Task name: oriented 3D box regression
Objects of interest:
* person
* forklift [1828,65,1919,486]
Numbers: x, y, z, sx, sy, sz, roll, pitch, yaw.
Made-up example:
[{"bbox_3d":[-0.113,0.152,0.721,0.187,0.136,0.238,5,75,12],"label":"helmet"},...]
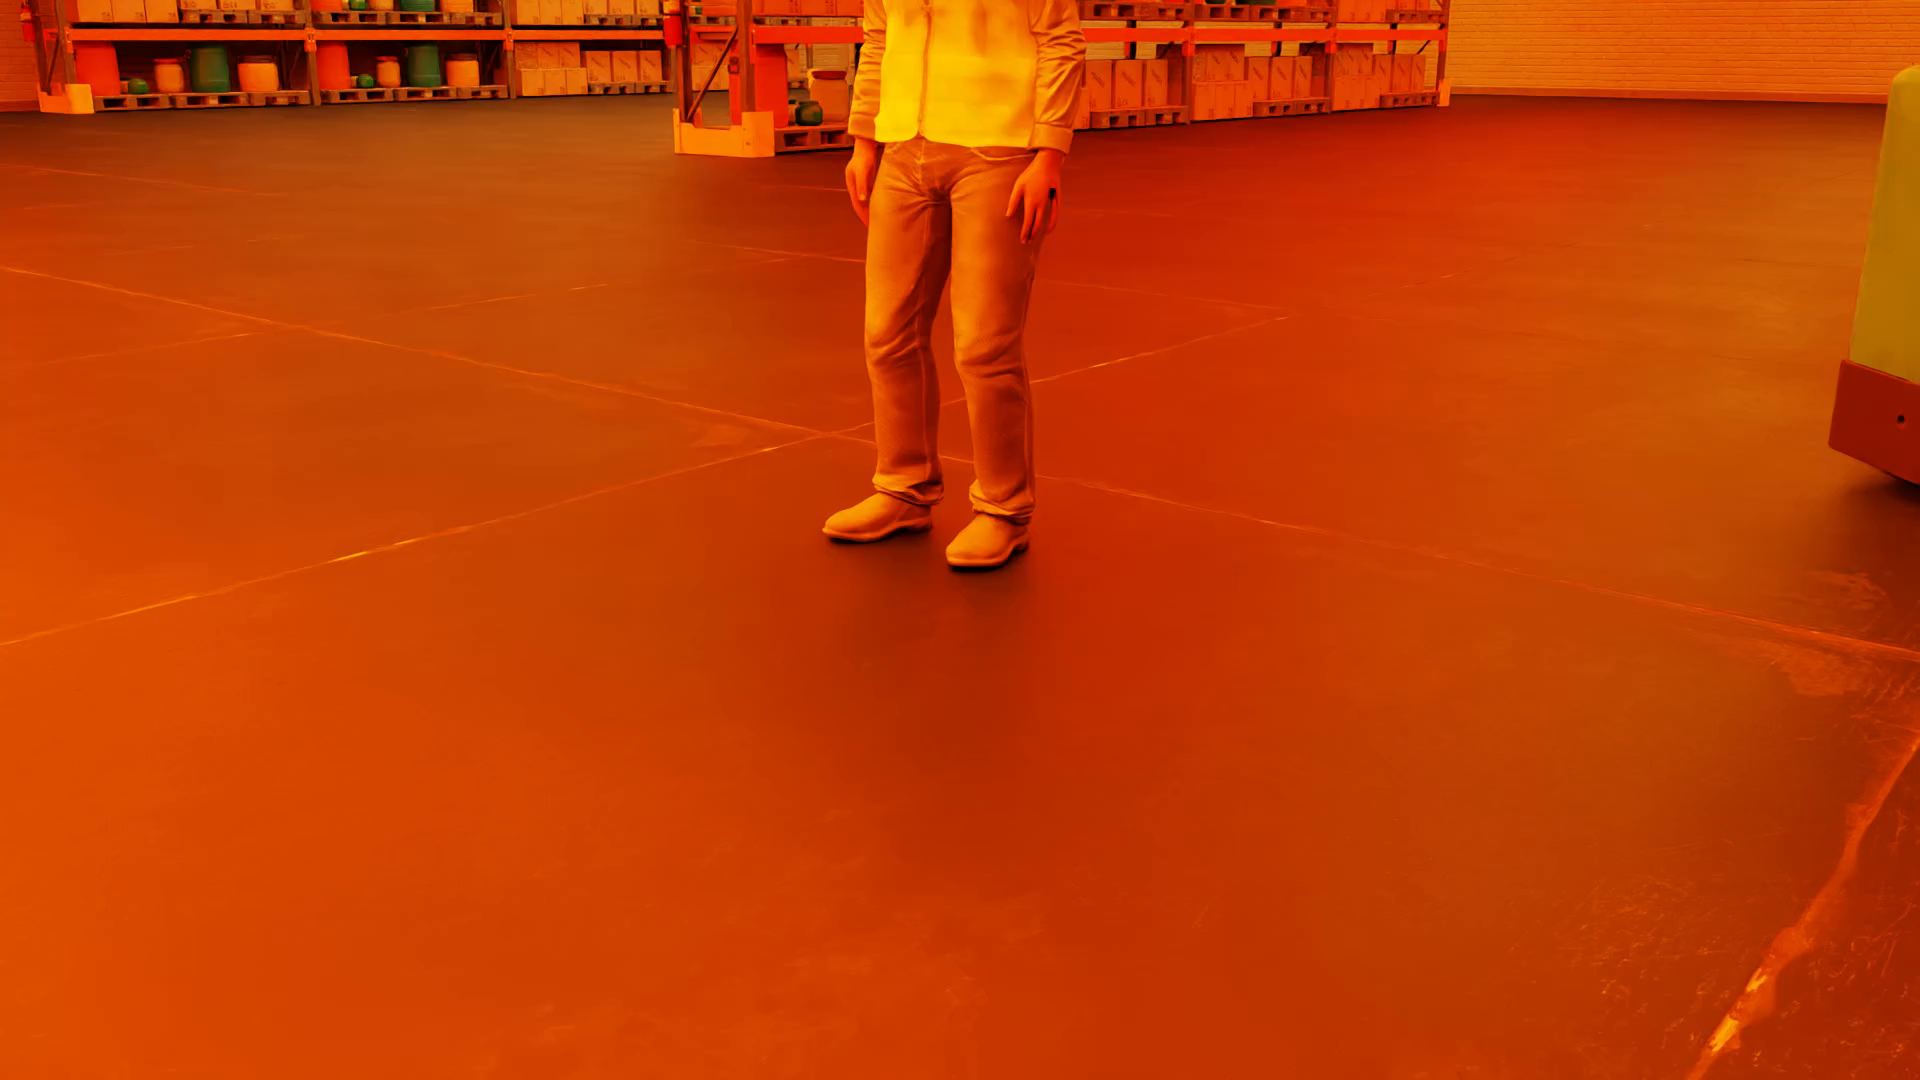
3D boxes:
[{"bbox_3d":[-0.008,-0.839,3.661,0.580,1.770,0.463,13,21,36],"label":"person"},{"bbox_3d":[3.900,-1.481,3.776,3.031,2.935,1.130,-1,17,-3],"label":"forklift"}]
